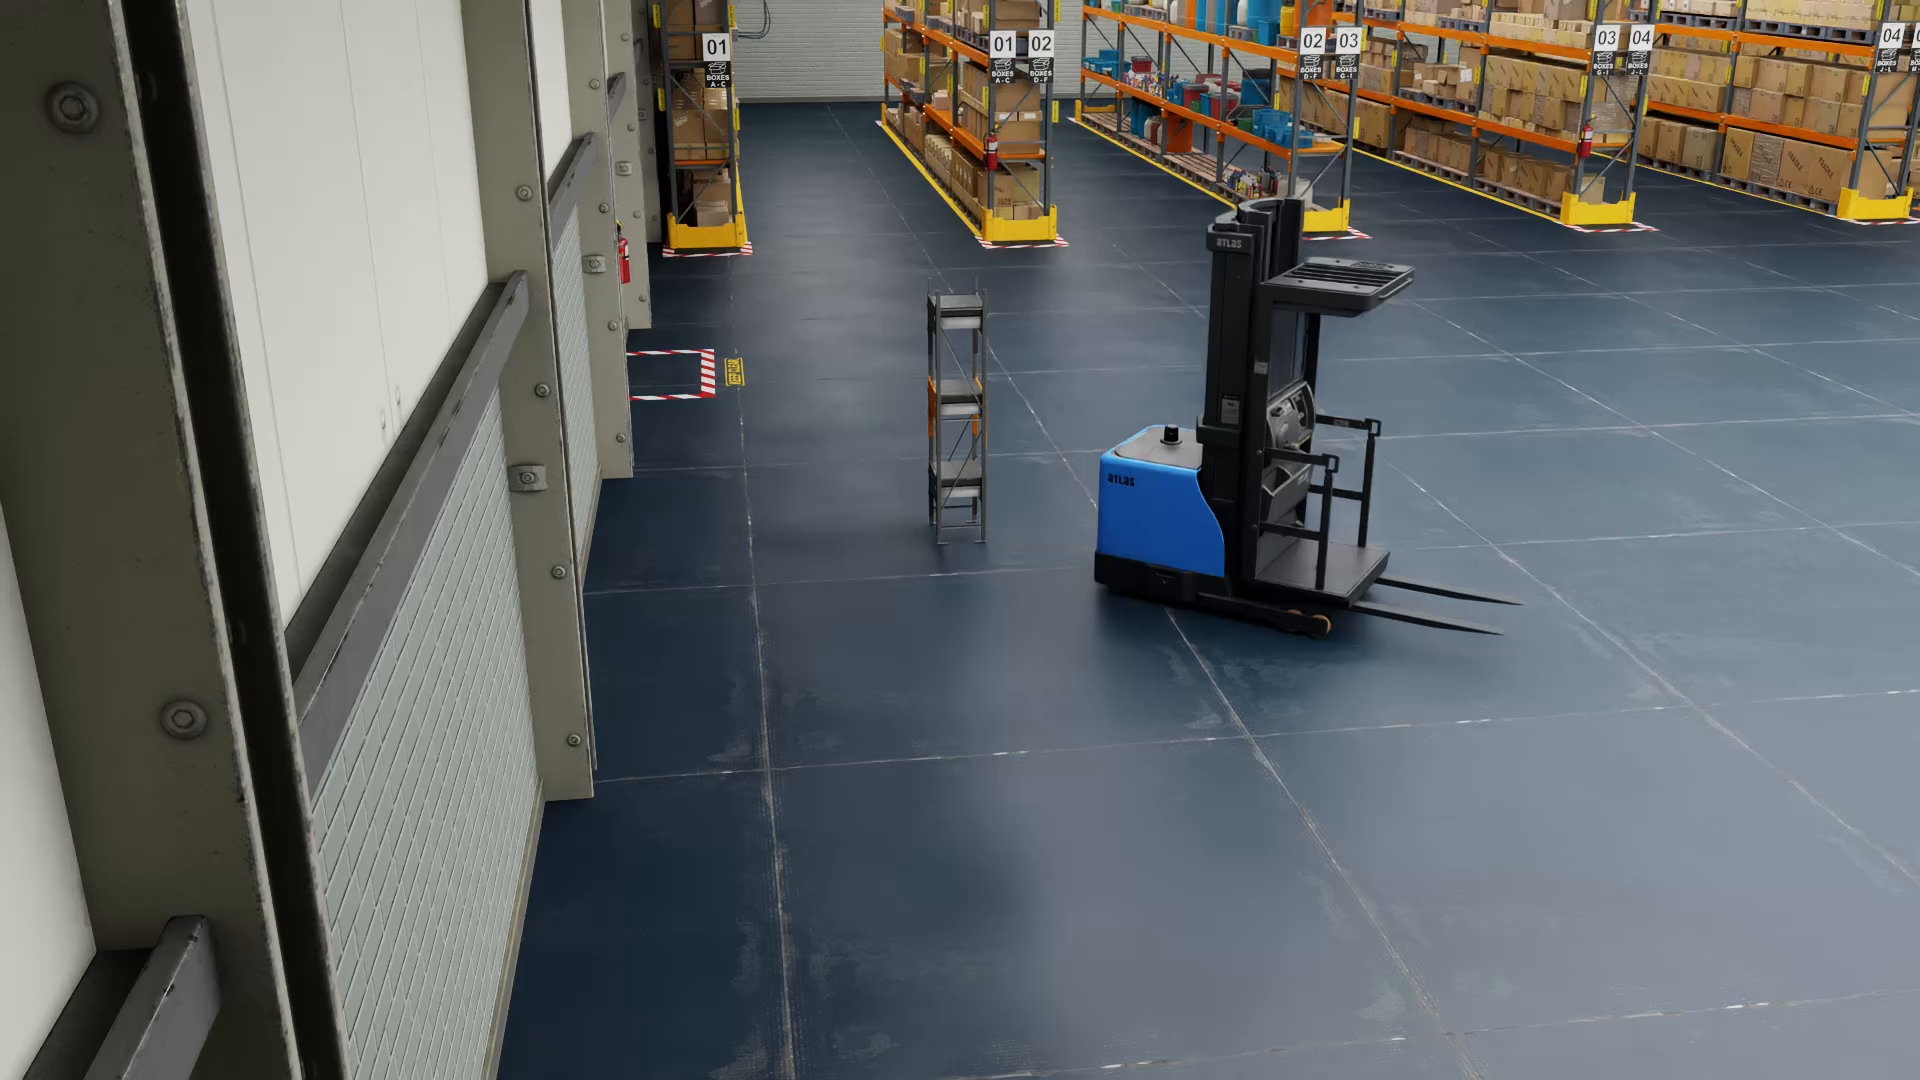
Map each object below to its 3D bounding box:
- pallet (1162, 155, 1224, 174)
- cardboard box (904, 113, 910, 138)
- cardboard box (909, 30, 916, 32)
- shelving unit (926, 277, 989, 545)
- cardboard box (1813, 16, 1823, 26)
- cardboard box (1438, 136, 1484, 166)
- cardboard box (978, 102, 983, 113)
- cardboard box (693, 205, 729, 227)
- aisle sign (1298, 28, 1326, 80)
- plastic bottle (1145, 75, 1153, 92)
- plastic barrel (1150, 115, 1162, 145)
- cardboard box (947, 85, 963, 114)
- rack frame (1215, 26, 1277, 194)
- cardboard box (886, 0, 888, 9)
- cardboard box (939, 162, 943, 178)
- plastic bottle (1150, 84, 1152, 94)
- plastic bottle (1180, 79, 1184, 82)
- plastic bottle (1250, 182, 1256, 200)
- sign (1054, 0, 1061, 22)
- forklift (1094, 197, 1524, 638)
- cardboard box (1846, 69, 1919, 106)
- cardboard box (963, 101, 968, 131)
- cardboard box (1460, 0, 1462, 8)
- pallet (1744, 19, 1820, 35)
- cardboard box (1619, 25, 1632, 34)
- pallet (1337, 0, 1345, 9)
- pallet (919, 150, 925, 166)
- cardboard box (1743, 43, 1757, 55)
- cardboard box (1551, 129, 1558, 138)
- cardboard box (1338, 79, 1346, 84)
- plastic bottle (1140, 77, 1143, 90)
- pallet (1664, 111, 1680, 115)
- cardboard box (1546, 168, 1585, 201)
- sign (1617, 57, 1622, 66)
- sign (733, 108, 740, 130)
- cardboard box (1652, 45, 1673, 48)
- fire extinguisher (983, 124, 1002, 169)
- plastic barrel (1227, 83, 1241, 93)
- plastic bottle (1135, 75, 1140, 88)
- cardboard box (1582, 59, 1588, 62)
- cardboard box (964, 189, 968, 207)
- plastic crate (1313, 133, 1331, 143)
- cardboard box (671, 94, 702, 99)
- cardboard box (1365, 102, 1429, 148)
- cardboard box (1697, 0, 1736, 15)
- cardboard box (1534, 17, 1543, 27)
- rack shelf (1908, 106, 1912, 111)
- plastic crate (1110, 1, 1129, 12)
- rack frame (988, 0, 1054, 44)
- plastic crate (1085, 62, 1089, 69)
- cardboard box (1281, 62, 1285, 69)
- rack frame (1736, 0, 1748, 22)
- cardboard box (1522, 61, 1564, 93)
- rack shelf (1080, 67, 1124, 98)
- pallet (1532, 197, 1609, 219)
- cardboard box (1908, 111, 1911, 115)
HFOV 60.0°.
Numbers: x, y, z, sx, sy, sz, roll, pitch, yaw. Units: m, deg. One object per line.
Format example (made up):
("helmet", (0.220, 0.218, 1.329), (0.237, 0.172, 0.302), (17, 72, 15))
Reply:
("pallet", (4.764, -7.690, 34.005), (1.003, 0.211, 1.213), (-3, 21, -8))
("cardboard box", (-0.959, -9.258, 37.162), (0.500, 0.500, 0.500), (-4, 21, -10))
("cardboard box", (-0.955, -11.988, 39.955), (0.500, 0.500, 0.500), (-2, 21, -6))
("shelving unit", (-0.024, -1.041, 13.502), (0.431, 2.100, 0.503), (-3, 21, -8))
("cardboard box", (15.102, -9.031, 28.937), (0.380, 0.149, 0.250), (-3, 21, -7))
("cardboard box", (9.970, -7.740, 33.097), (0.700, 0.500, 0.500), (-5, 21, -12))
("cardboard box", (0.510, -7.170, 27.556), (0.380, 0.149, 0.250), (-2, 21, -6))
("cardboard box", (-3.970, -5.188, 26.533), (0.500, 0.311, 0.500), (-5, 21, -14))
("aisle sign", (5.560, -7.675, 26.262), (0.394, 0.787, 0.004), (-3, 21, -8))
("plastic bottle", (4.064, -9.815, 35.779), (0.144, 0.351, 0.185), (-3, 21, -8))
("plastic barrel", (4.441, -8.893, 36.087), (0.600, 0.588, 0.708), (-3, 21, -8))
("cardboard box", (0.047, -8.485, 32.004), (0.500, 0.500, 0.500), (-4, 21, -11))
("rack frame", (5.267, -7.882, 30.532), (1.000, 3.000, 0.127), (-3, 21, -8))
("cardboard box", (-1.483, -12.759, 39.516), (0.500, 0.250, 0.500), (-3, 21, -8))
("cardboard box", (-0.127, -7.023, 31.563), (0.500, 0.250, 0.500), (-2, 21, -7))
("plastic bottle", (4.094, -9.615, 35.457), (0.097, 0.201, 0.097), (0, 20, 0))
("plastic bottle", (4.792, -9.814, 35.889), (0.097, 0.271, 0.097), (0, 20, 0))
("plastic bottle", (5.111, -6.084, 28.971), (0.061, 0.283, 0.133), (-2, 21, -6))
("sign", (1.492, -8.126, 25.536), (0.100, 0.325, 0.005), (-3, 21, -8))
("forklift", (2.560, -0.886, 11.900), (3.031, 2.935, 1.130), (11, 23, 28))
("cardboard box", (15.653, -7.668, 28.203), (0.875, 0.550, 0.550), (-3, 21, -8))
("cardboard box", (0.435, -7.527, 29.439), (0.700, 0.500, 0.500), (-3, 21, -9))
("cardboard box", (10.049, -10.701, 32.936), (0.500, 0.500, 0.500), (-3, 21, -7))
("pallet", (15.199, -9.427, 30.508), (1.003, 0.211, 1.213), (-3, 21, -8))
("cardboard box", (10.934, -8.375, 27.211), (0.380, 0.149, 0.250), (-3, 21, -8))
("pallet", (8.908, -12.549, 38.867), (1.003, 0.211, 1.213), (-3, 21, -8))
("pallet", (-0.282, -7.972, 34.760), (1.003, 0.211, 1.213), (-3, 21, -8))
("cardboard box", (18.702, -11.575, 38.848), (0.500, 0.500, 0.500), (-3, 21, -8))
("cardboard box", (10.357, -6.975, 28.464), (0.380, 0.149, 0.250), (-3, 21, -8))
("cardboard box", (8.908, -10.602, 37.673), (0.500, 0.500, 0.500), (-3, 21, -8))
("plastic bottle", (3.974, -9.936, 36.215), (0.097, 0.271, 0.097), (0, 20, 0))
("pallet", (18.611, -10.786, 42.292), (1.003, 0.211, 1.213), (-3, 21, -8))
("cardboard box", (10.552, -6.195, 28.987), (0.500, 0.500, 0.500), (2, 21, 6))
("sign", (13.979, -10.206, 35.214), (0.100, 0.325, 0.005), (-3, 21, -8))
("sign", (-3.423, -6.430, 25.408), (0.100, 0.325, 0.005), (-3, 21, -8))
("cardboard box", (14.570, -10.091, 34.875), (0.700, 0.500, 0.500), (-3, 21, -8))
("fire extinguisher", (0.499, -6.148, 26.000), (0.296, 0.674, 0.183), (-3, 21, -8))
("plastic barrel", (5.241, -8.542, 32.105), (0.433, 0.535, 0.433), (0, 20, 0))
("plastic bottle", (3.937, -10.094, 36.631), (0.152, 0.276, 0.135), (-3, 21, -8))
("cardboard box", (13.877, -10.506, 36.467), (0.380, 0.149, 0.250), (-2, 21, -6))
("cardboard box", (0.344, -5.847, 28.412), (0.500, 0.250, 0.500), (-3, 21, -8))
("plastic crate", (6.033, -6.699, 27.743), (0.298, 0.136, 0.250), (-3, 21, -8))
("cardboard box", (-4.538, -7.147, 27.679), (0.500, 0.500, 0.500), (-2, 21, -6))
("cardboard box", (9.513, -8.958, 35.850), (1.225, 0.875, 0.875), (-4, 21, -10))
("cardboard box", (14.696, -10.342, 32.302), (0.500, 0.250, 0.500), (-3, 21, -8))
("cardboard box", (10.207, -8.988, 28.852), (0.380, 0.149, 0.250), (-2, 21, -6))
("rack shelf", (19.687, -8.987, 34.519), (1.077, 0.370, 4.000), (-3, 21, -8))
("plastic crate", (3.667, -12.278, 38.253), (0.416, 0.233, 0.300), (-3, 21, -8))
("rack frame", (0.942, -9.059, 25.109), (1.000, 3.000, 0.127), (-3, 21, -8))
("plastic crate", (3.212, -11.724, 41.110), (0.250, 0.136, 0.298), (-3, 21, -8))
("cardboard box", (8.239, -11.852, 41.520), (0.380, 0.149, 0.250), (-3, 21, -9))
("rack frame", (15.091, -11.157, 30.727), (1.000, 3.000, 0.127), (-3, 21, -8))
("cardboard box", (10.210, -8.099, 29.116), (0.500, 0.500, 0.500), (-3, 21, -8))
("rack shelf", (3.826, -11.007, 39.928), (1.077, 0.370, 4.000), (-3, 21, -8))
("pallet", (10.652, -5.750, 28.809), (1.003, 0.211, 1.213), (-3, 21, -8))
("cardboard box", (23.872, -10.831, 41.670), (0.500, 0.311, 0.500), (-2, 21, -6))
